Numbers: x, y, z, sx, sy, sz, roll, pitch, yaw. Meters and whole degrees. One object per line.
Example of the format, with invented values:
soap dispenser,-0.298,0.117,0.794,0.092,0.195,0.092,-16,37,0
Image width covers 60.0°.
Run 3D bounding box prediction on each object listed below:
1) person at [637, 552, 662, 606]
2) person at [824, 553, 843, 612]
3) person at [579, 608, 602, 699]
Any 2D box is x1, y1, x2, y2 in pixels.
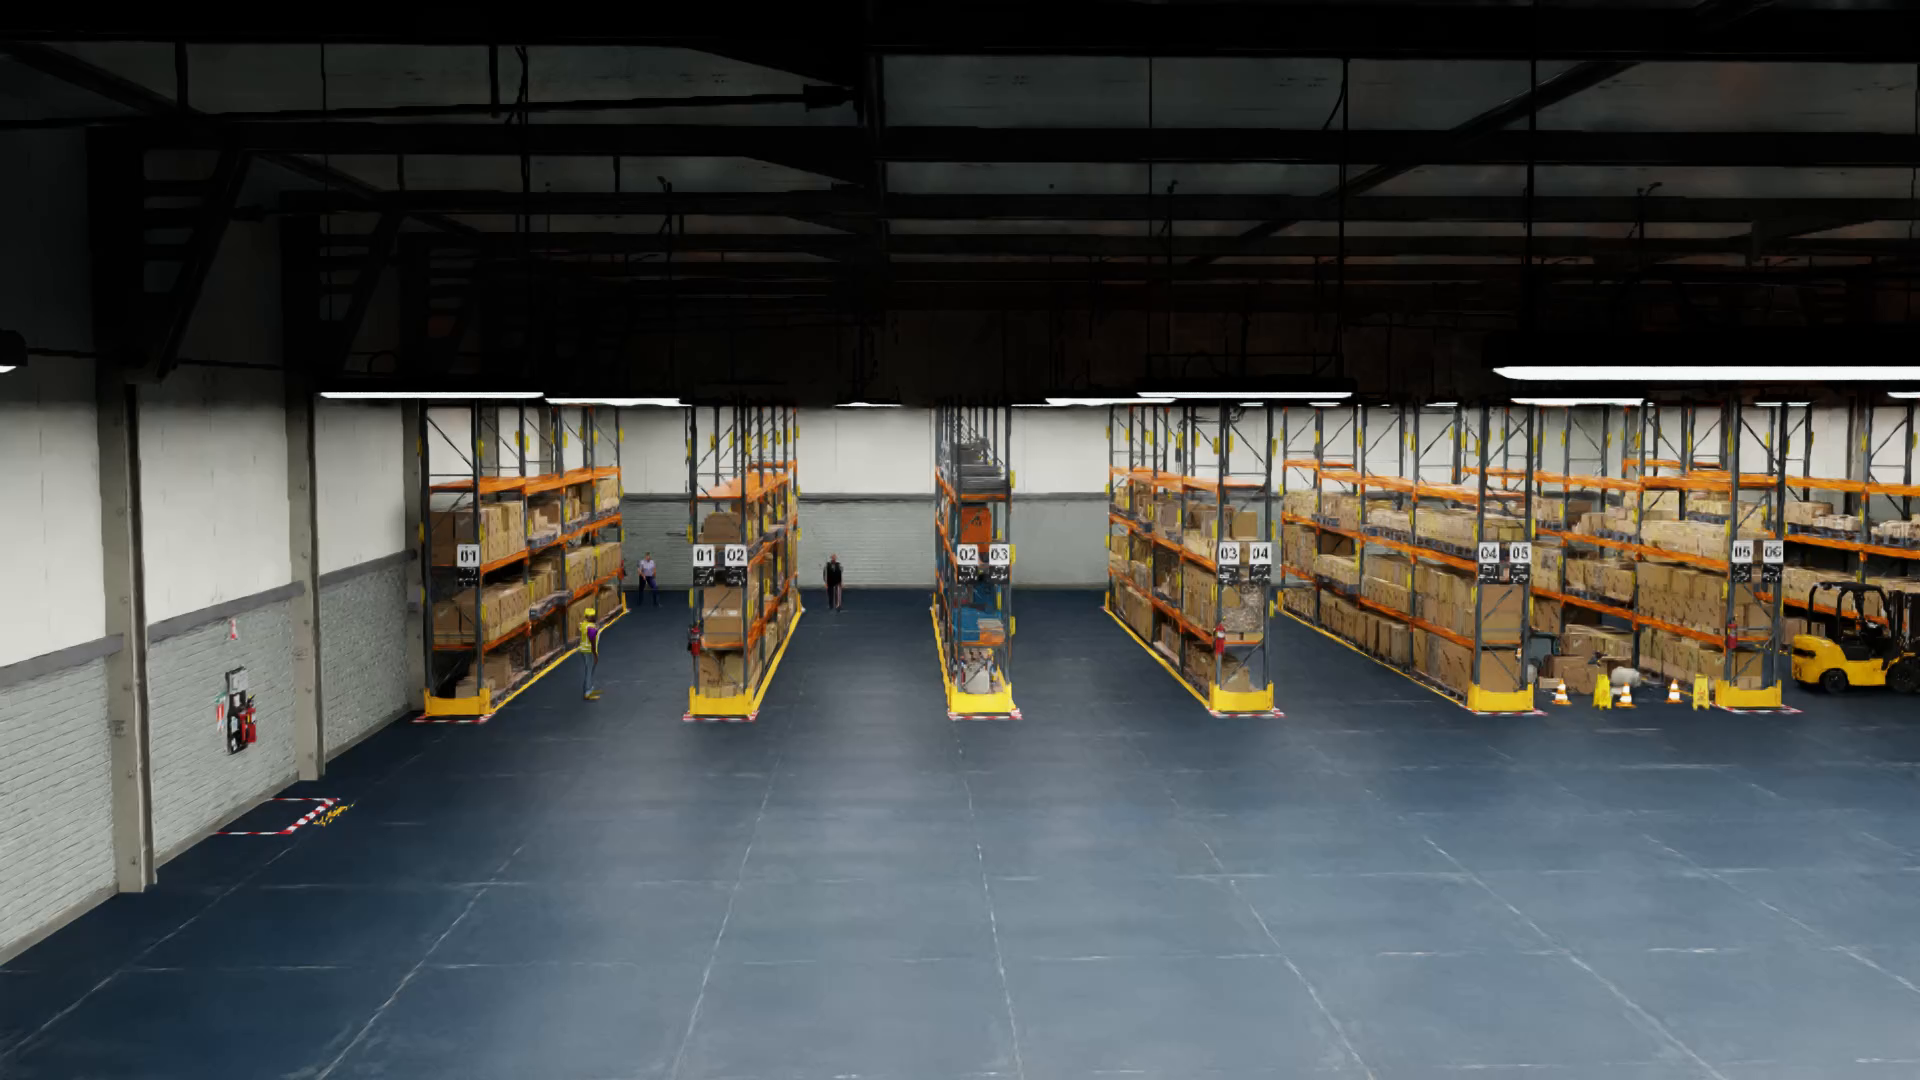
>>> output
person,-9.088,1.125,48.419,0.664,1.569,0.797,-2,5,-22
person,-3.584,1.192,47.036,0.546,1.627,1.103,0,5,-5
person,-7.298,2.224,32.997,0.463,1.772,0.649,-3,5,-31
